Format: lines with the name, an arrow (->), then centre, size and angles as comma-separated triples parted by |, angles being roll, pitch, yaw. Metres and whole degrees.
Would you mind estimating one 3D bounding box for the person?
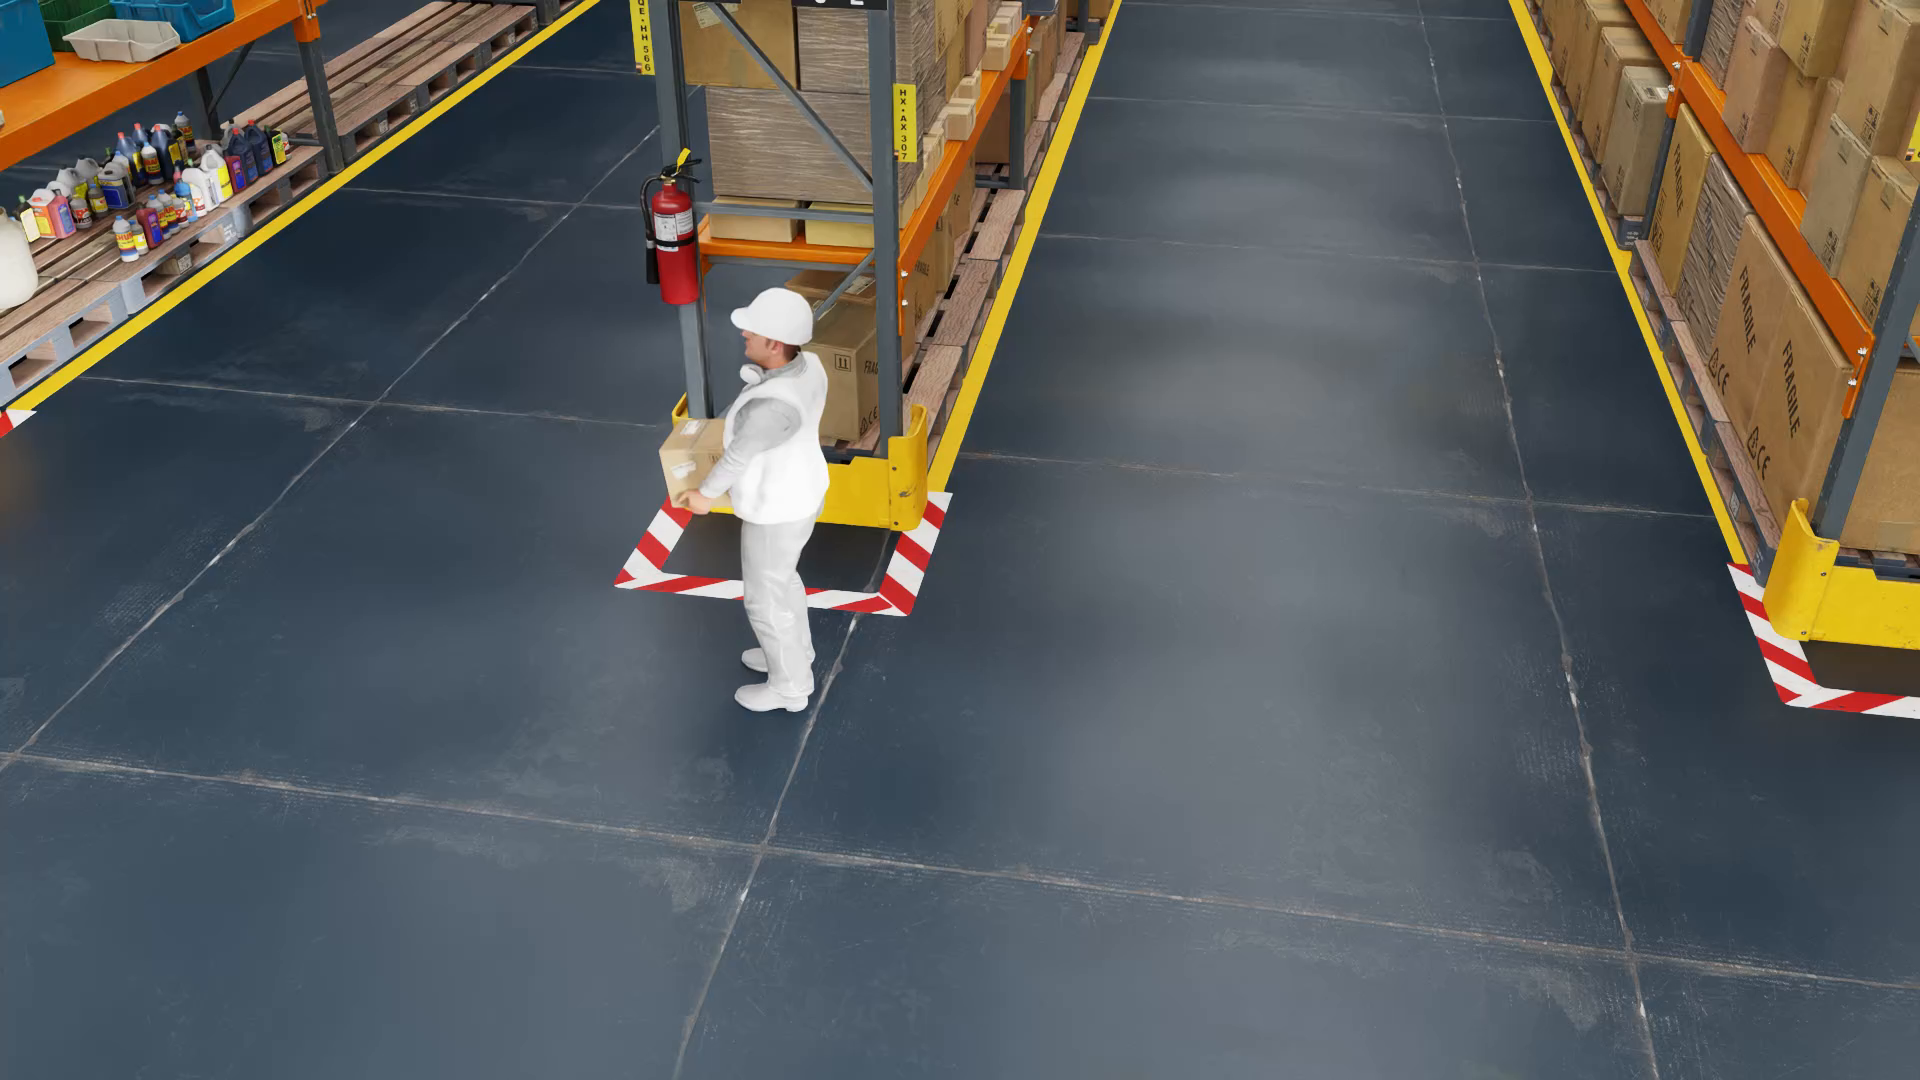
person -> -0.786, -0.150, 6.358 | 0.546, 1.765, 0.494 | 6, 33, 9
